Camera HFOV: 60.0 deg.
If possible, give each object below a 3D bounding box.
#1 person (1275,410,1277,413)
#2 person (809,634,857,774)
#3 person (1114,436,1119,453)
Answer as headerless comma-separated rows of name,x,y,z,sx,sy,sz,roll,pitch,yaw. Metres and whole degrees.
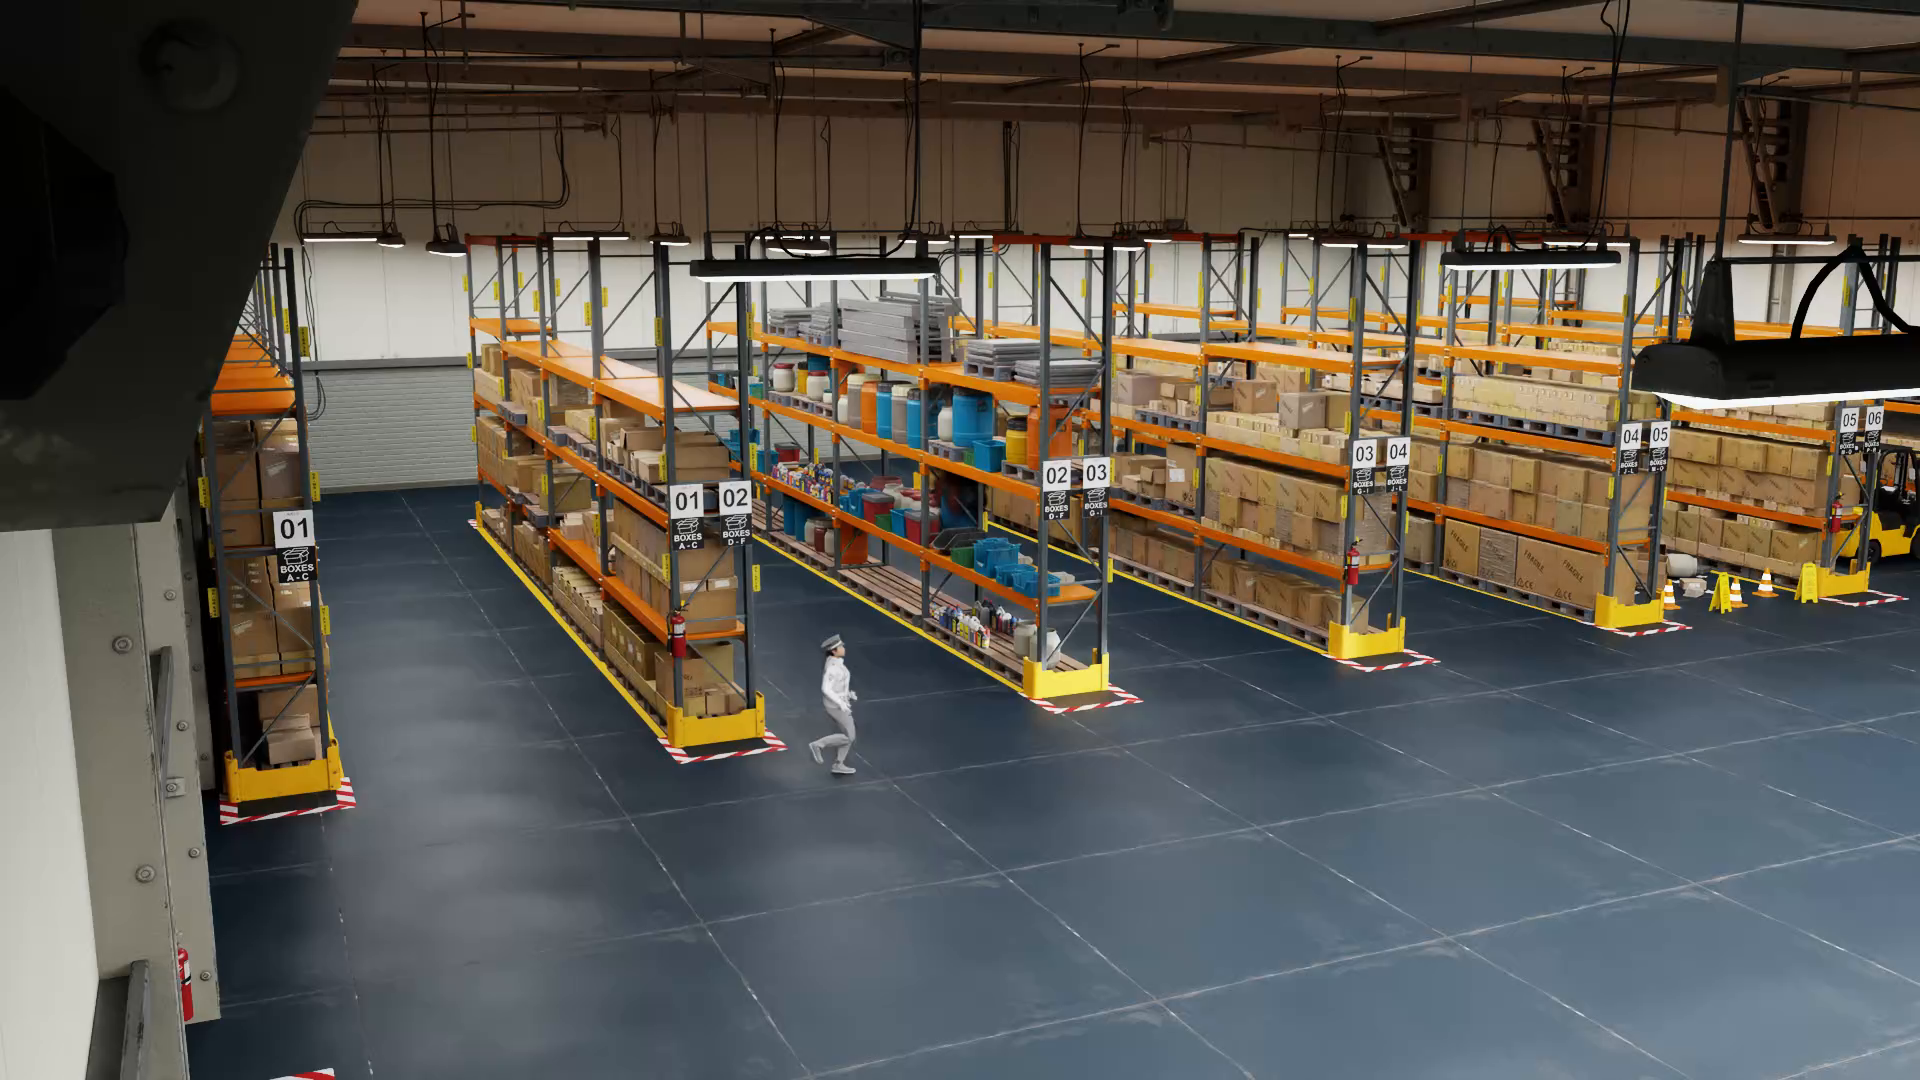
person,8.402,-2.933,43.833,0.626,1.683,0.670,1,11,7
person,-1.459,1.889,19.101,0.553,1.659,0.620,-1,11,-3
person,3.848,-2.683,42.390,0.660,1.731,0.595,5,12,26
